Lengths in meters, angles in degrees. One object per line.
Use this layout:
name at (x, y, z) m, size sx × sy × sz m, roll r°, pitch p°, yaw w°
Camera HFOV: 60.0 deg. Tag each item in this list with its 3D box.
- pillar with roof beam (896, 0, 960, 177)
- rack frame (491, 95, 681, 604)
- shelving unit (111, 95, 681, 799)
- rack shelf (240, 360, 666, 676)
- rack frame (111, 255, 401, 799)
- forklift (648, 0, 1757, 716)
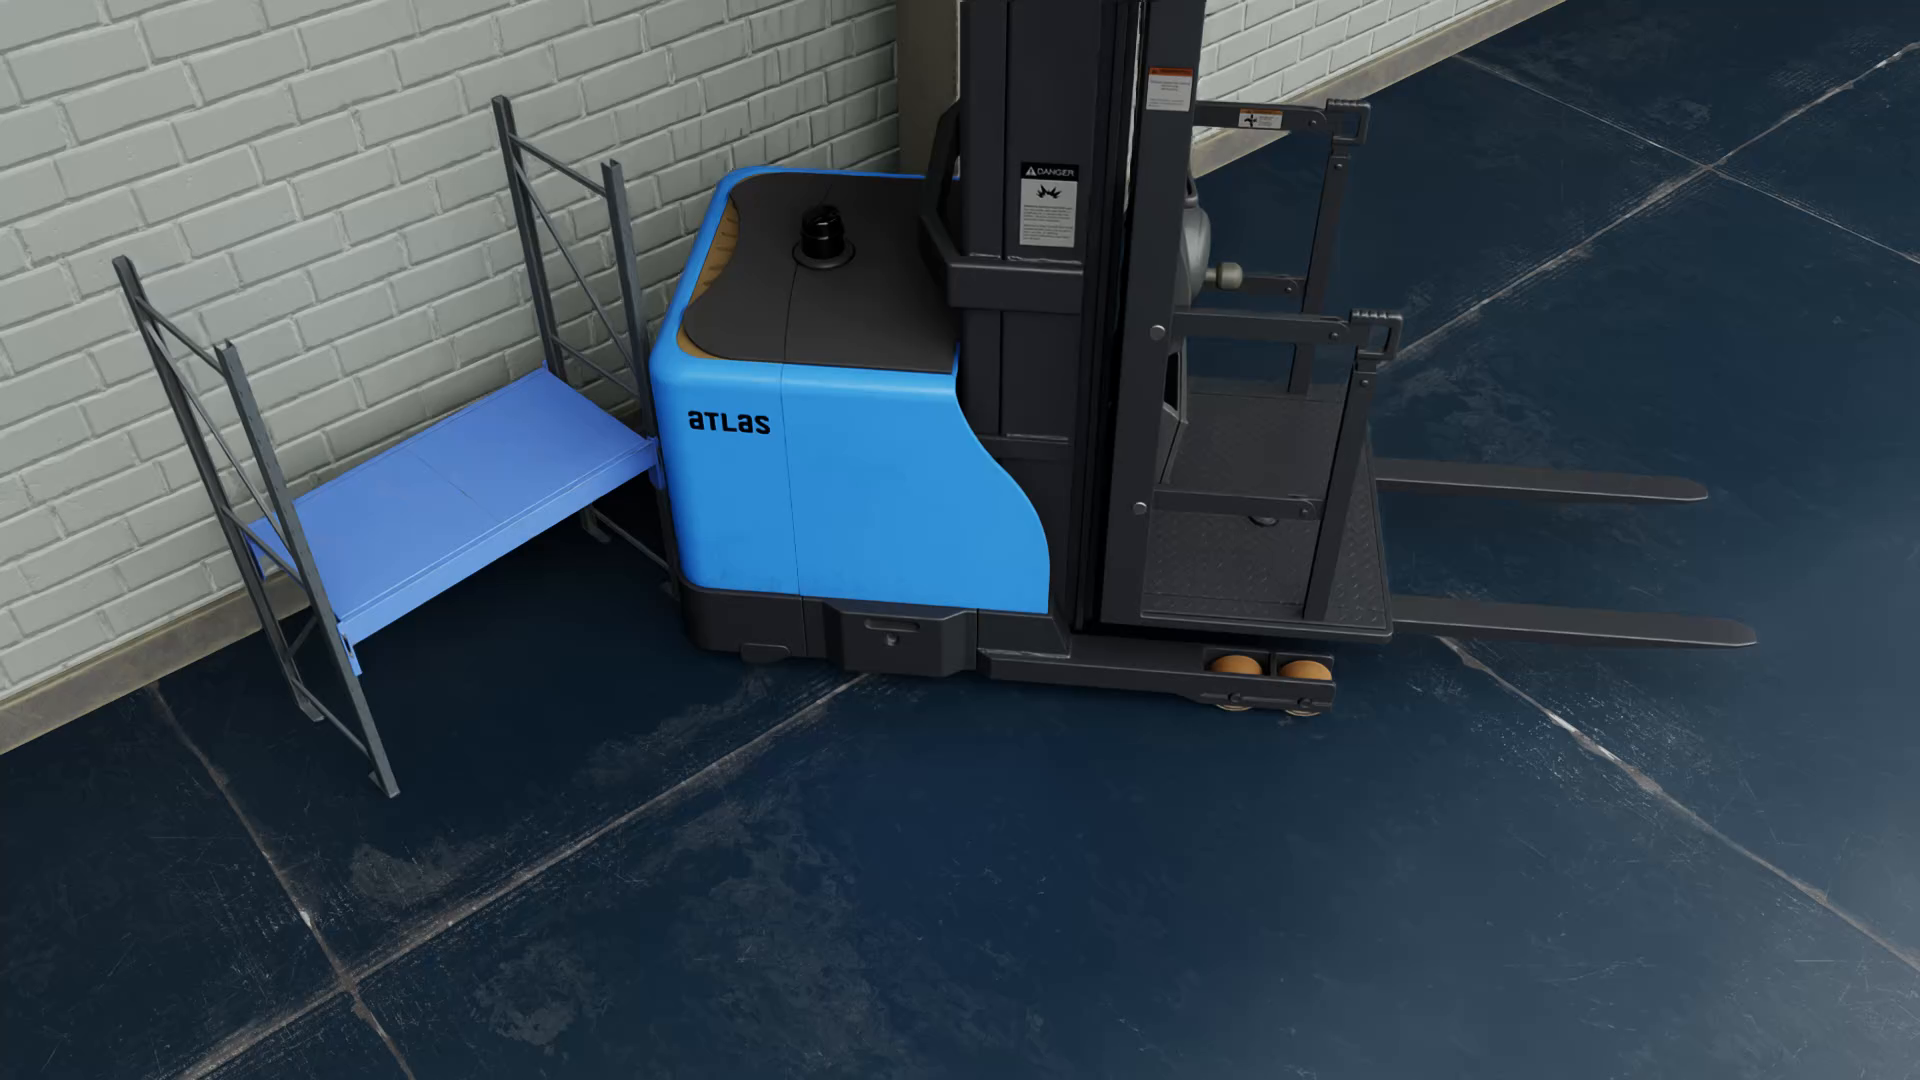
pillar with roof beam at (2.803, -1.867, 0.664) m, size 0.400 × 9.000 × 9.100 m, roll -30°, pitch 51°, yaw -28°
rack frame at (-1.012, -0.475, 4.660) m, size 0.500 × 1.500 × 0.032 m, roll 33°, pitch 52°, yaw 30°
shelving unit at (-1.362, -0.223, 4.391) m, size 0.538 × 1.500 × 1.048 m, roll 33°, pitch 52°, yaw 30°
rack shelf at (-1.362, -0.092, 4.515) m, size 0.538 × 0.185 × 1.000 m, roll 33°, pitch 52°, yaw 30°
rack frame at (-1.712, 0.030, 4.123) m, size 0.500 × 1.500 × 0.032 m, roll 33°, pitch 52°, yaw 30°
forklift at (0.745, -0.954, 4.125) m, size 3.031 × 2.935 × 1.130 m, roll 4°, pitch 43°, yaw 4°
